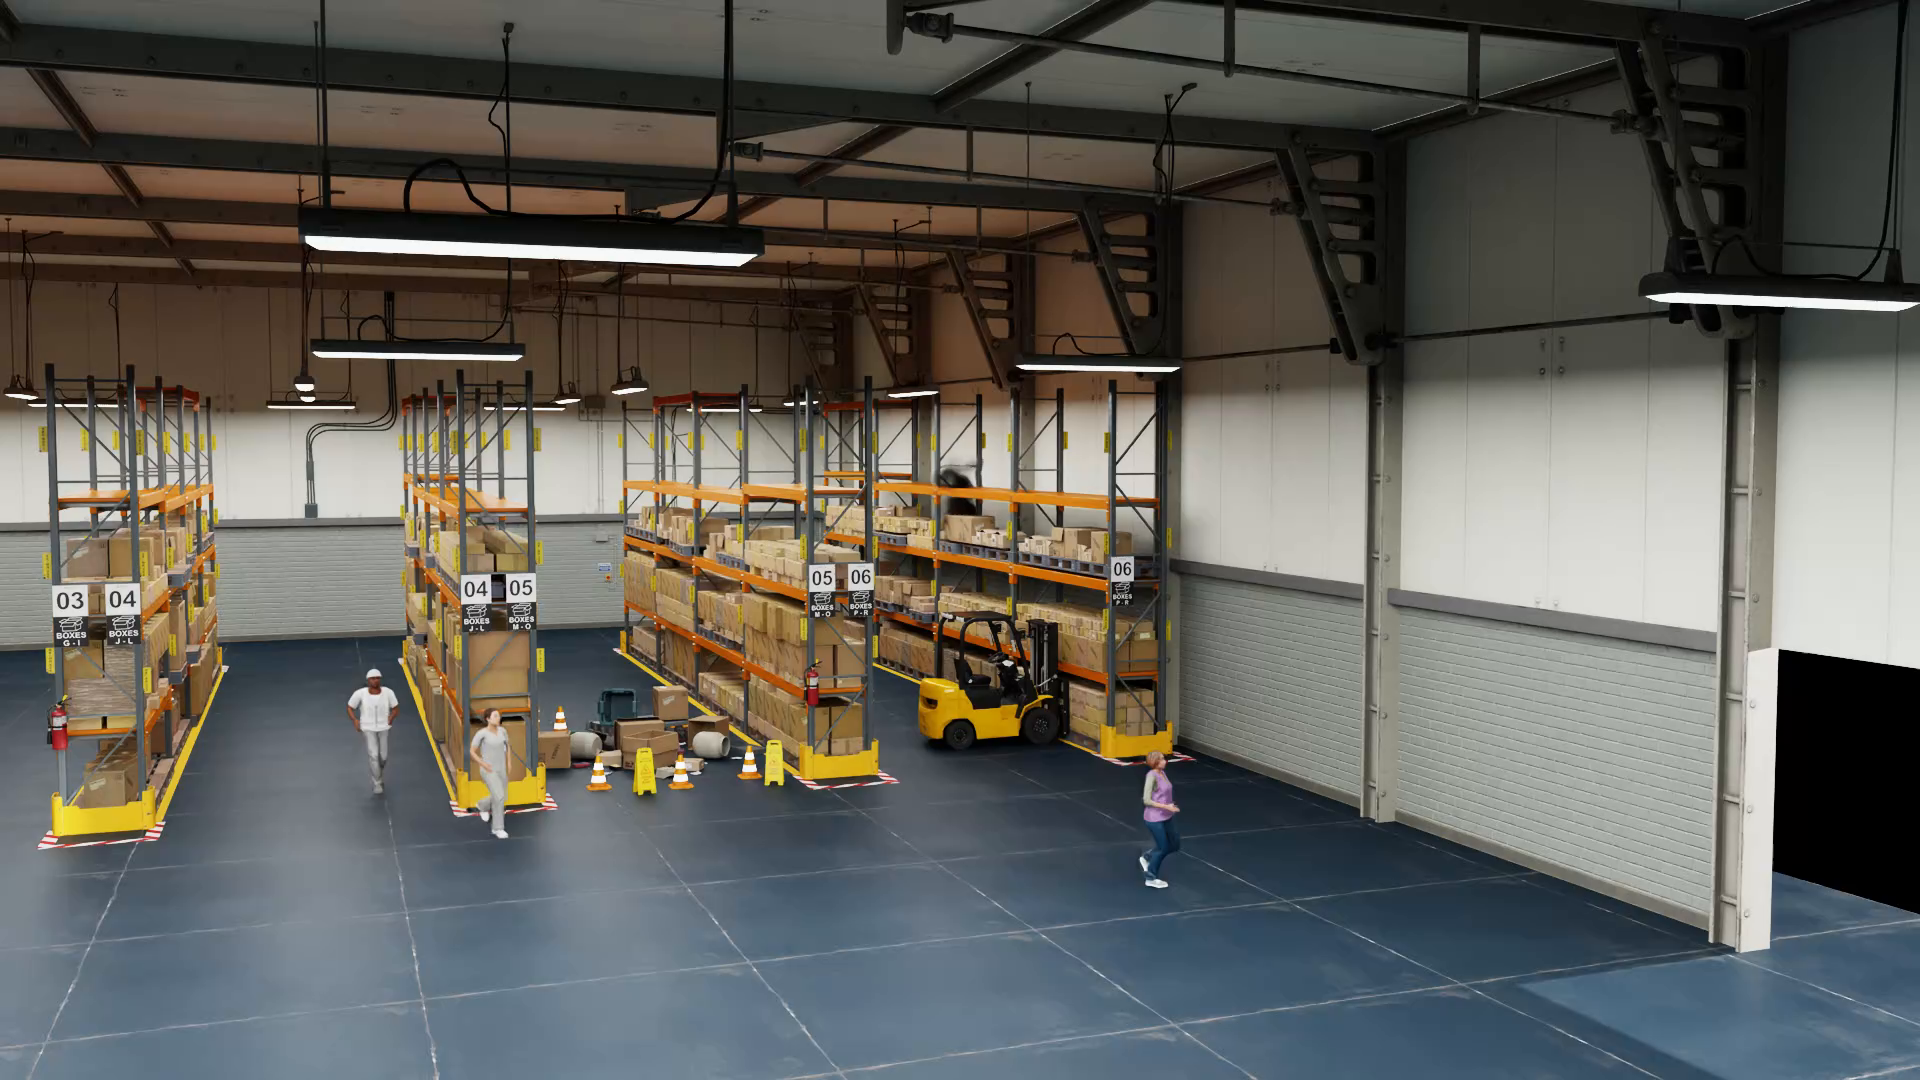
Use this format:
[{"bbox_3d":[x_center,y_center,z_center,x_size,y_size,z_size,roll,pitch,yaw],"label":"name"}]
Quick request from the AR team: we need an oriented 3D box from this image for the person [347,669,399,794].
[{"bbox_3d":[-8.441,2.728,23.961,0.707,1.754,0.777,-2,4,-29],"label":"person"}]

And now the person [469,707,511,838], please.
[{"bbox_3d":[-5.996,2.955,21.286,0.664,1.649,0.589,3,4,37],"label":"person"}]

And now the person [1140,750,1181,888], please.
[{"bbox_3d":[2.249,3.219,18.673,0.549,1.371,0.529,2,4,30],"label":"person"}]
